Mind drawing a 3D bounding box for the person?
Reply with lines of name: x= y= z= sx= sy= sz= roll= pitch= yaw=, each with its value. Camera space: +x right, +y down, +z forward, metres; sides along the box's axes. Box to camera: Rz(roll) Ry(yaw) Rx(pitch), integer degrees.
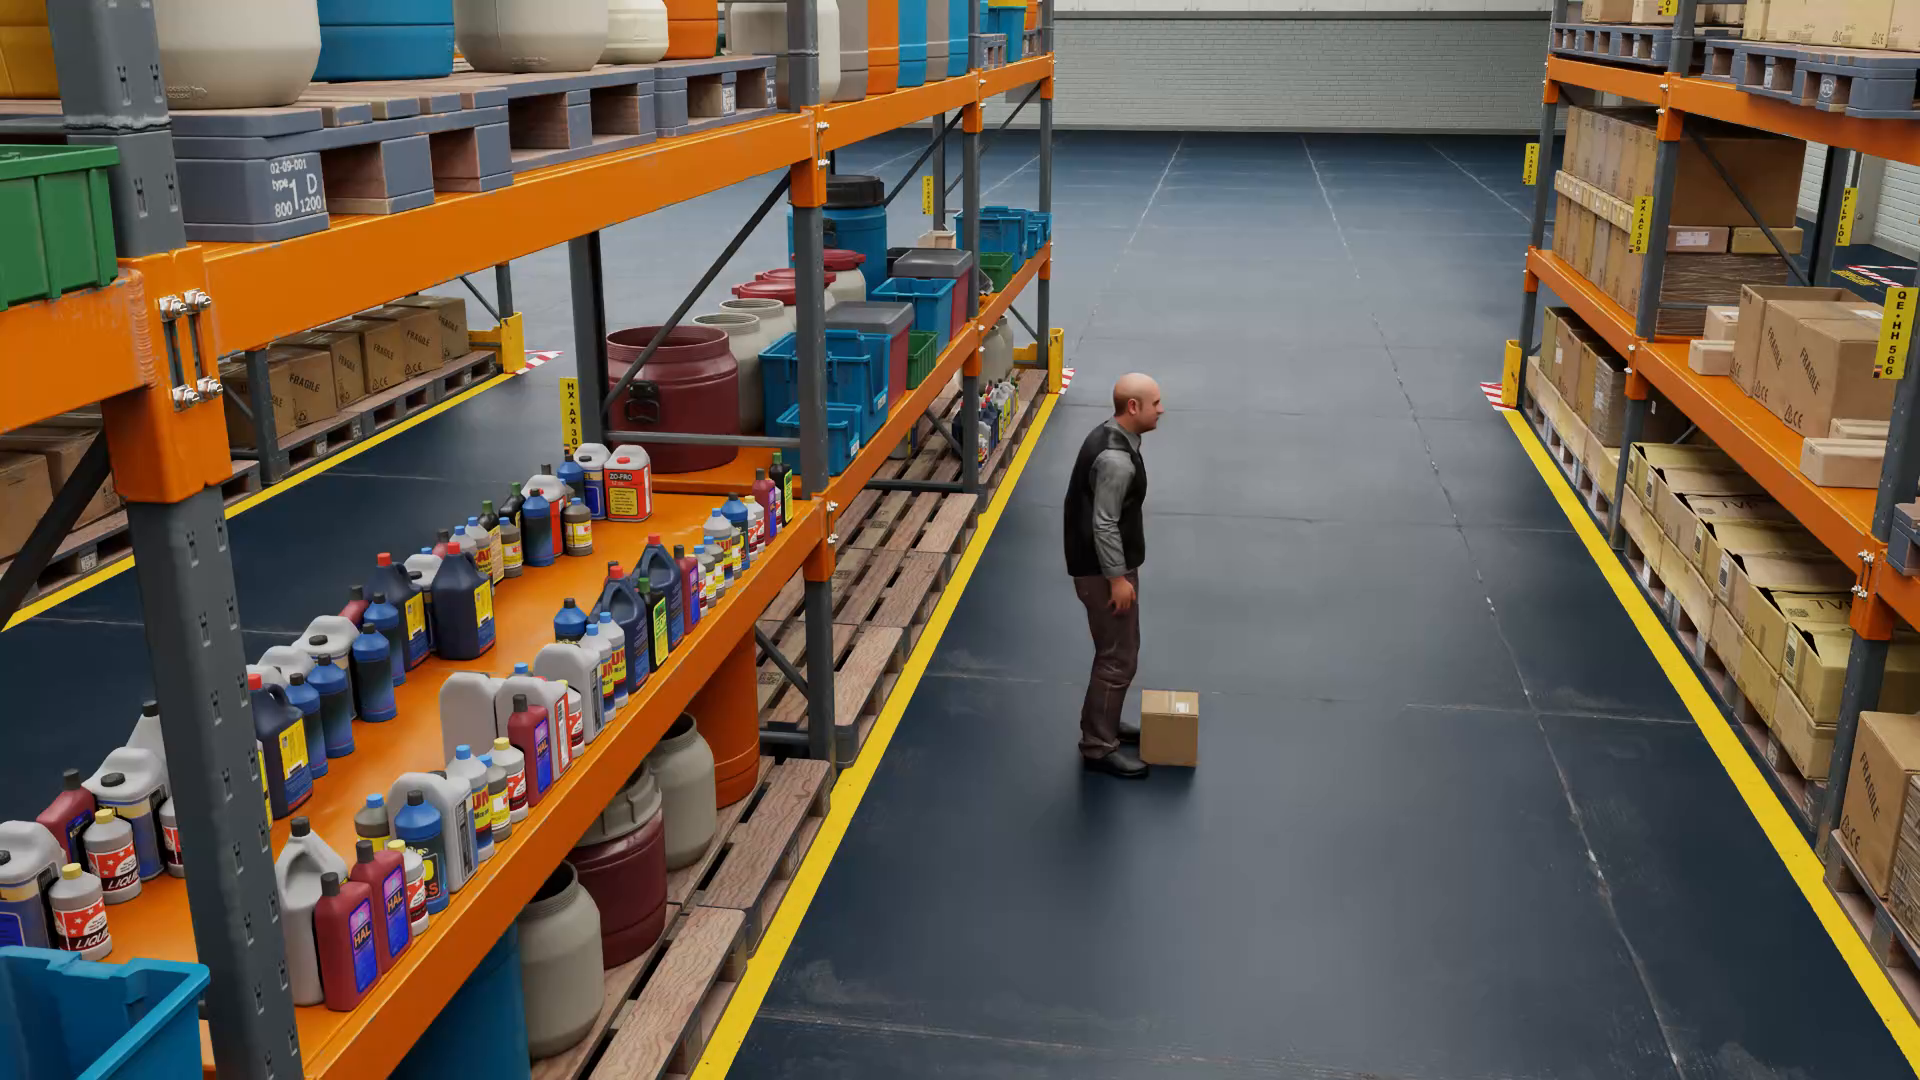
person: x=0.651 y=0.125 z=7.201 sx=0.412 sy=1.721 sz=0.583 roll=3 pitch=18 yaw=8
